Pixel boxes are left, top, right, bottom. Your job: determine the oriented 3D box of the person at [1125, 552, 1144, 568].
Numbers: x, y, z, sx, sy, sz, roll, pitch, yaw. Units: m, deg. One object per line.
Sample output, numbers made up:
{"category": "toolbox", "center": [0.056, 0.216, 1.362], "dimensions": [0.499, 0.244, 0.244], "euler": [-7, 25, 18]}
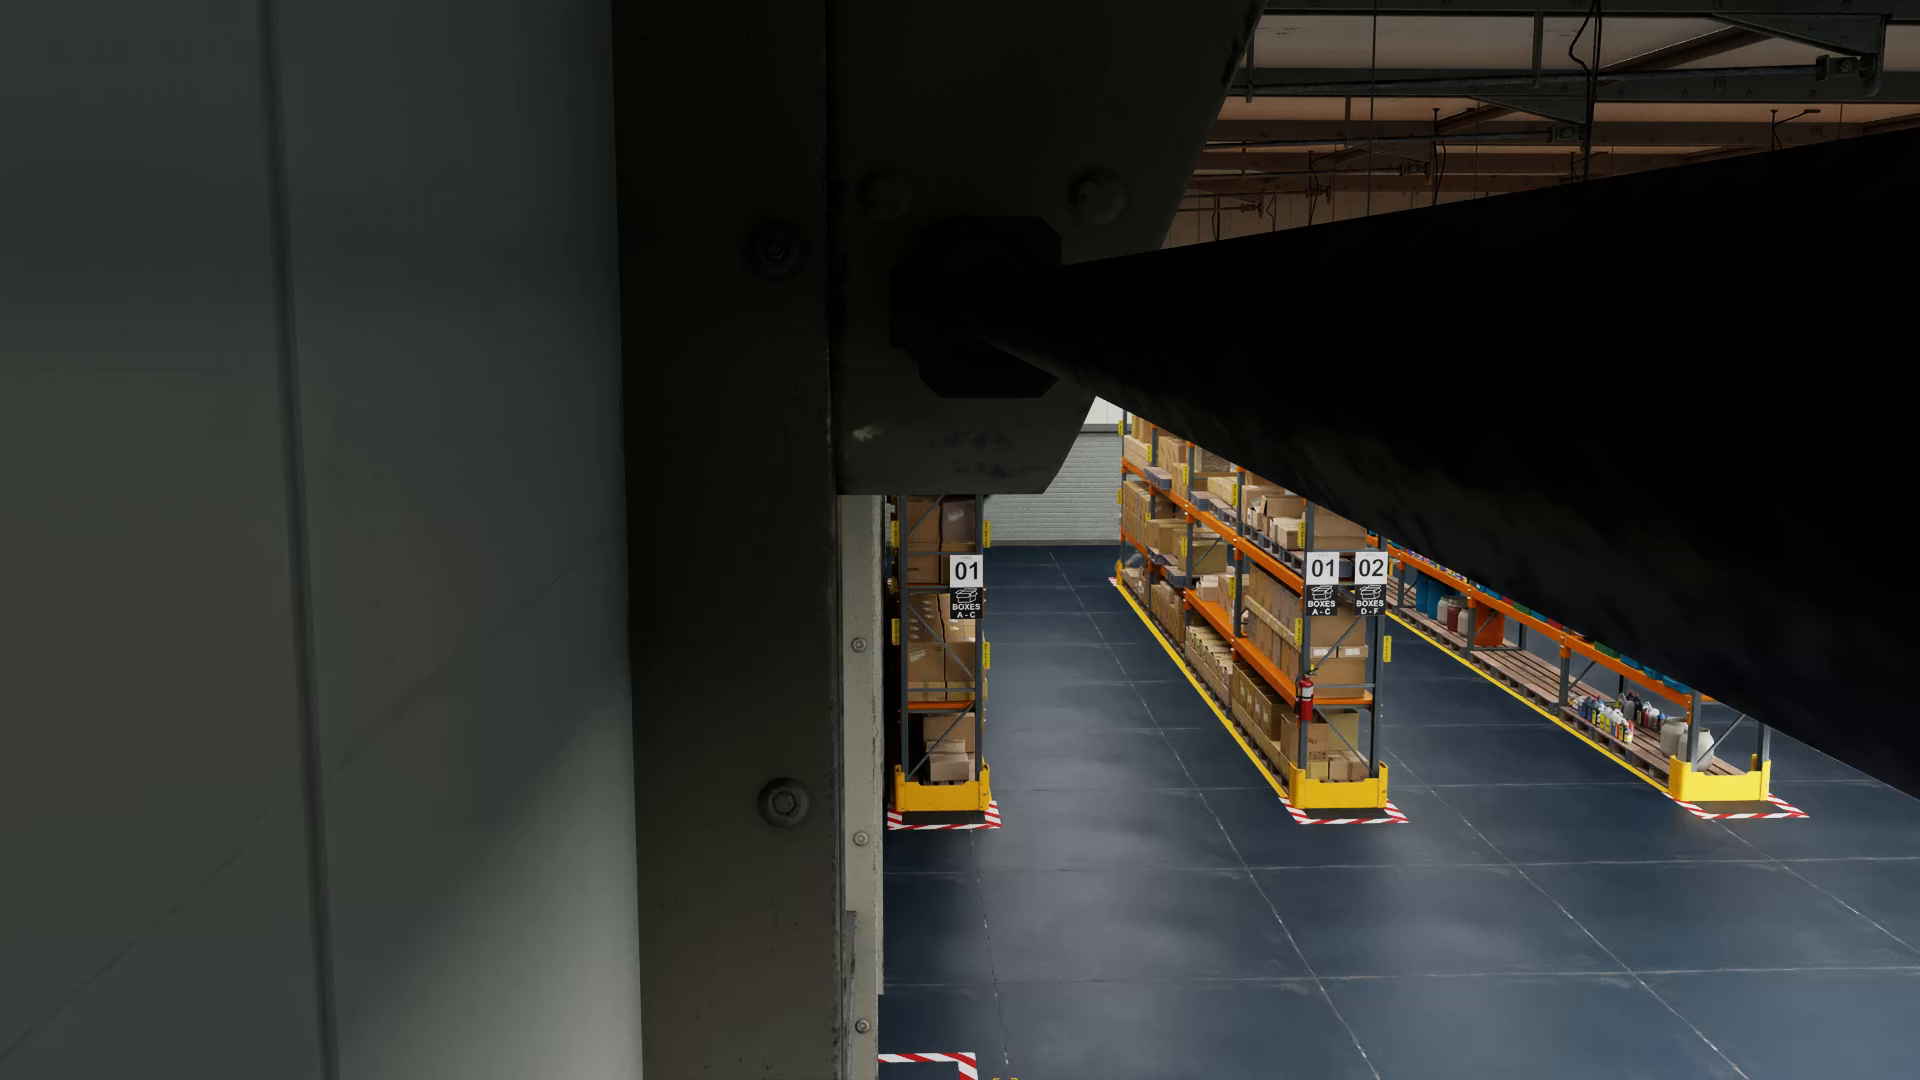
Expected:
{"category": "person", "center": [4.103, -0.044, 37.464], "dimensions": [0.837, 1.745, 0.669], "euler": [-2, 9, -14]}
